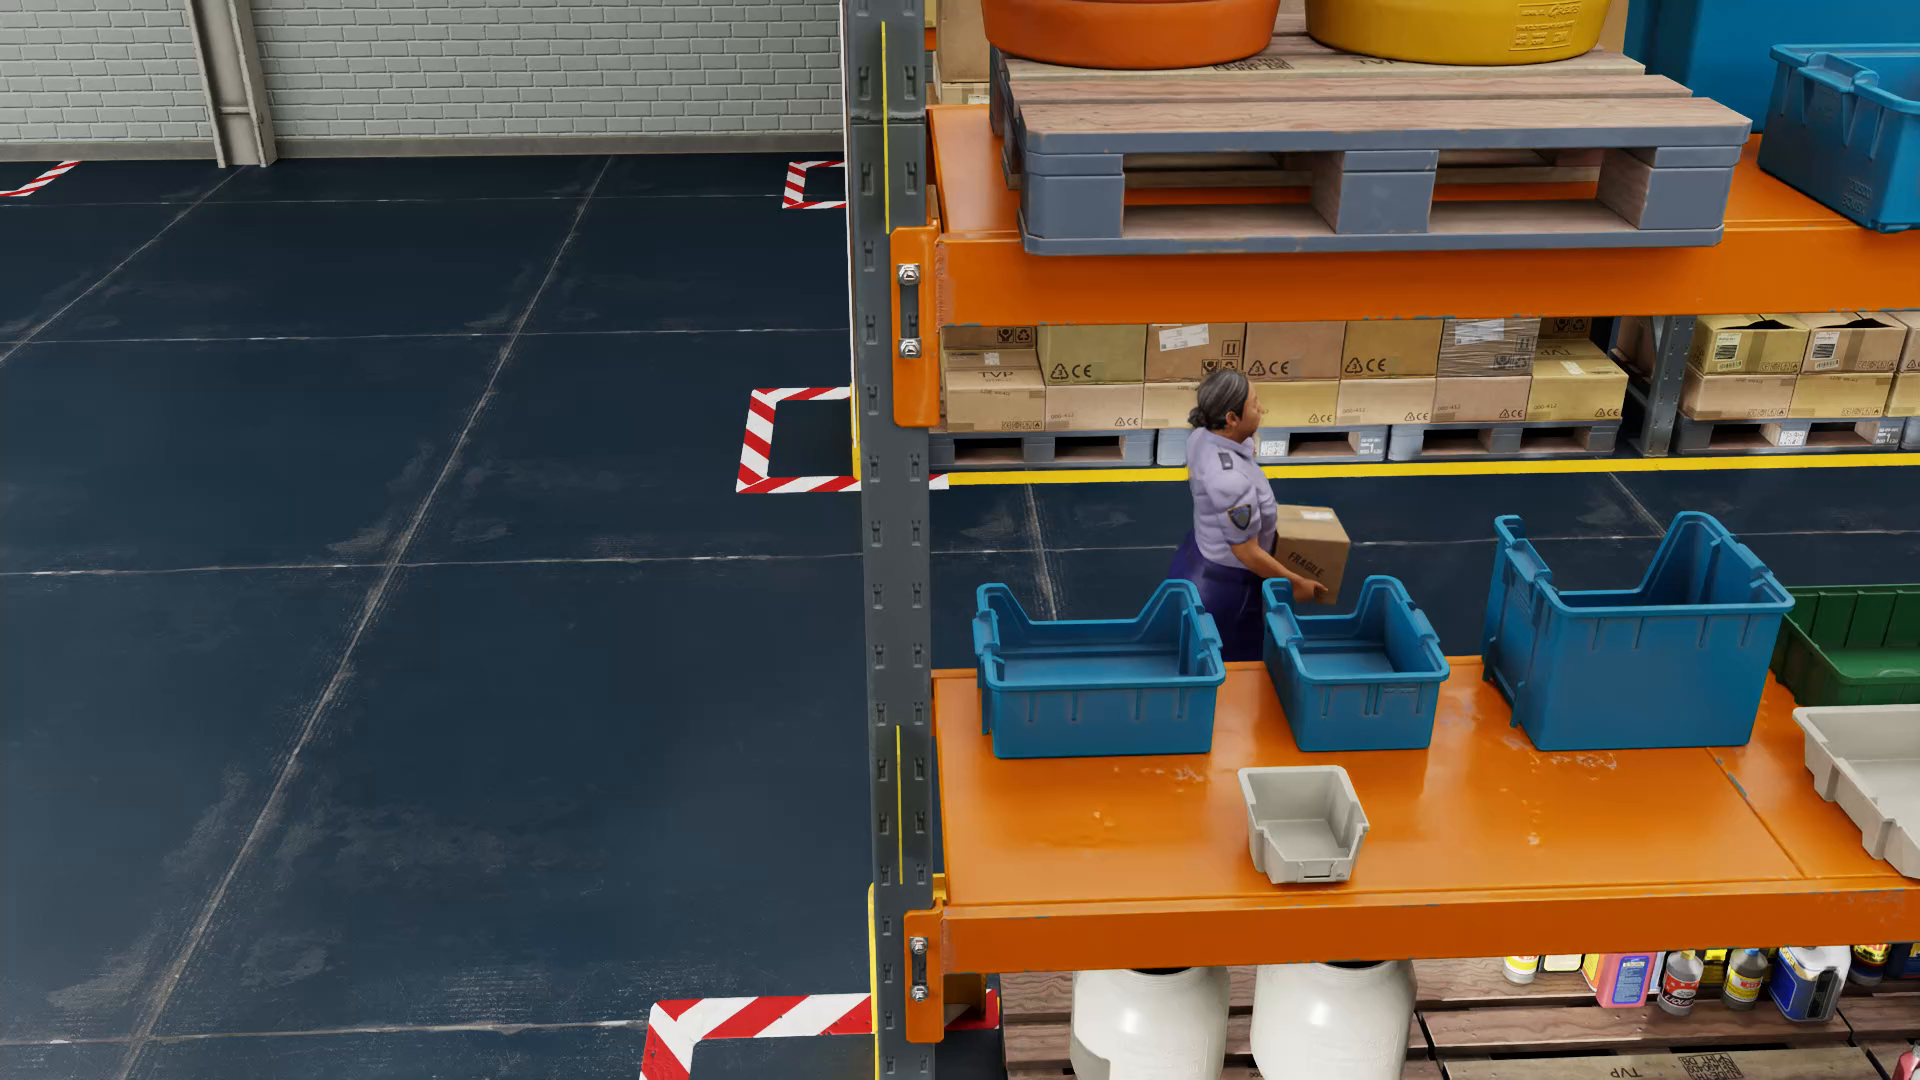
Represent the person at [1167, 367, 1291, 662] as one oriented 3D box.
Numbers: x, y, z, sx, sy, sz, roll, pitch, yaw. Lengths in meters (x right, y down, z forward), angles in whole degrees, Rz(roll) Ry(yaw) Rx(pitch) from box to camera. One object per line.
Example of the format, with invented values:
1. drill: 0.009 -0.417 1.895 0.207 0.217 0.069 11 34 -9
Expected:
1. person: 0.921 0.187 5.788 0.371 1.638 0.538 -1 28 -2
